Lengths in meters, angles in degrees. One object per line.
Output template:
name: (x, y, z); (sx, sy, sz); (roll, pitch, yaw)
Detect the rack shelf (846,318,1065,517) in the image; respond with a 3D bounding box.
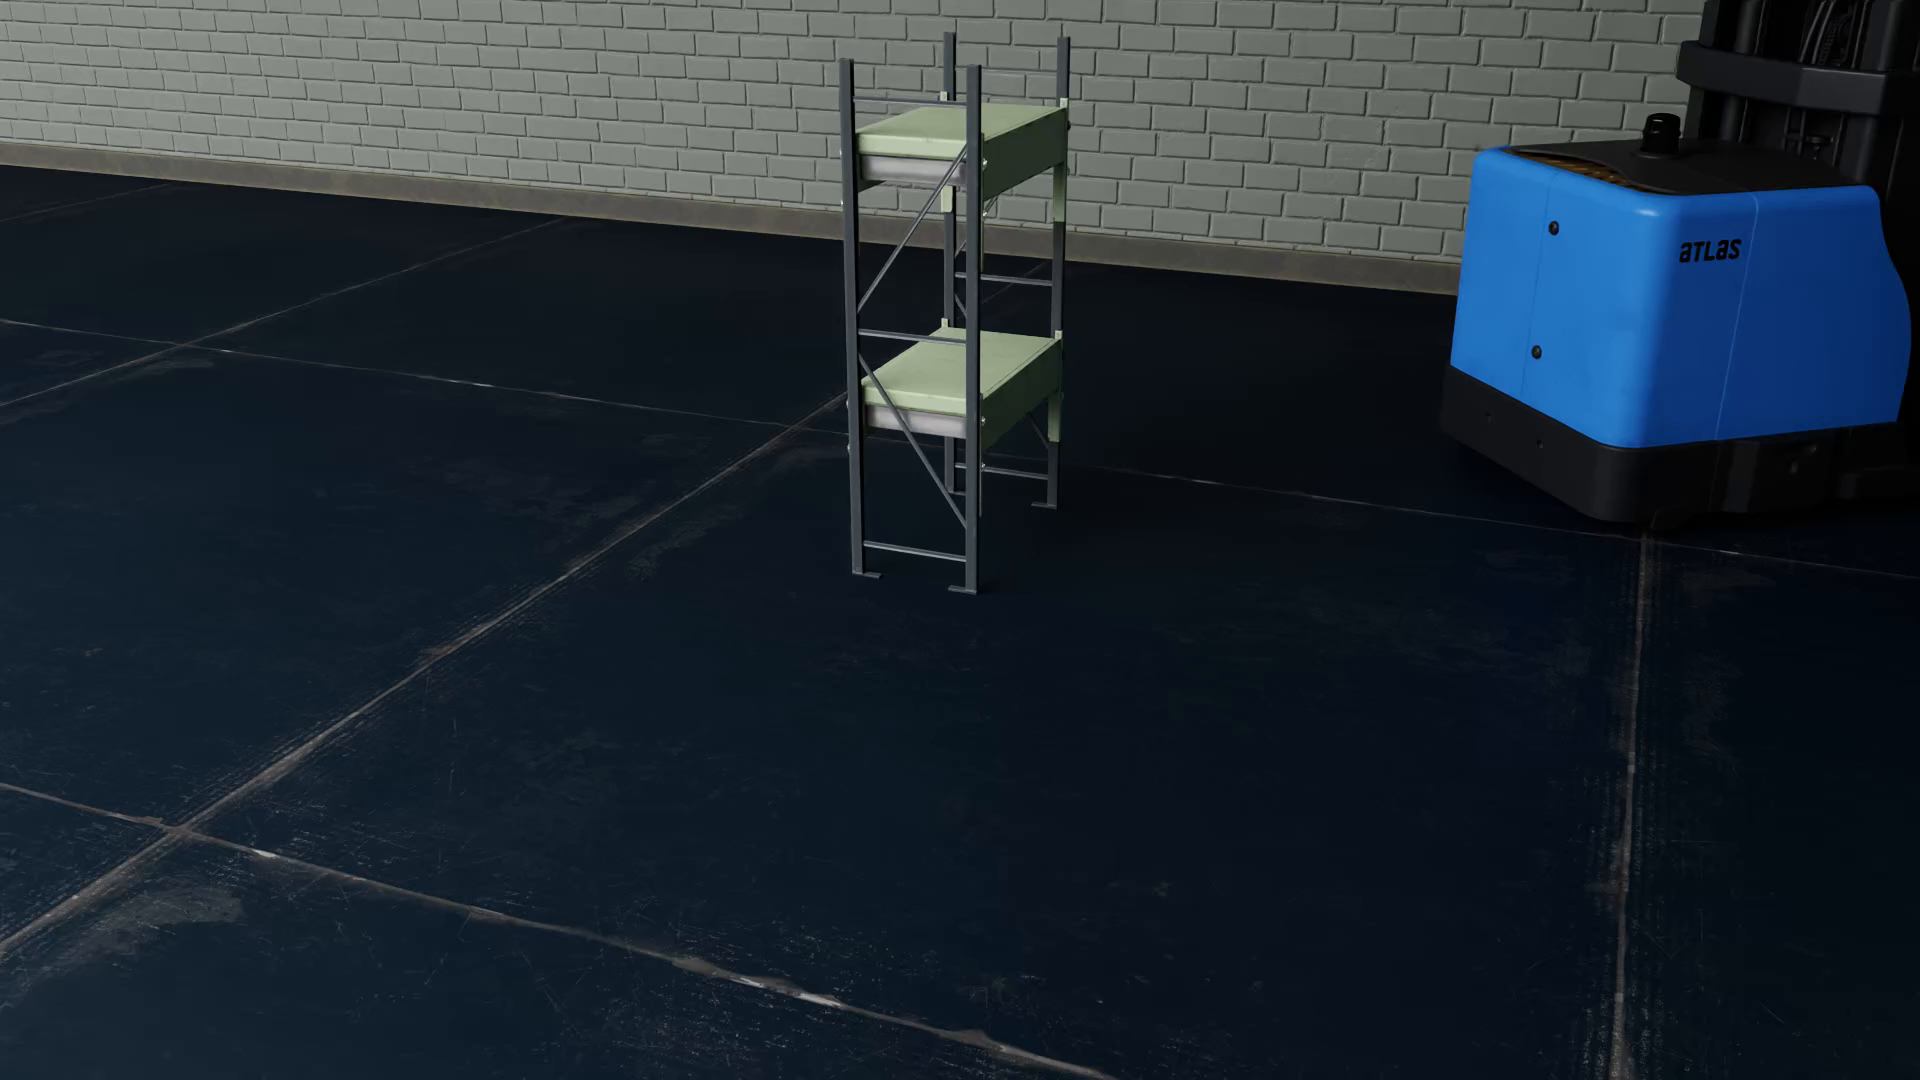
rack shelf: (0.002, -0.394, 5.092); (0.431, 0.370, 0.720); (9, 24, 20)

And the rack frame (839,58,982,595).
rack frame: (-0.133, -0.563, 4.653); (0.400, 1.500, 0.023); (9, 24, 20)

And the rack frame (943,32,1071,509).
rack frame: (0.138, -0.825, 5.280); (0.400, 1.500, 0.023); (9, 24, 20)

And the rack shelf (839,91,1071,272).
rack shelf: (0.002, -1.055, 4.816); (0.431, 0.370, 0.720); (9, 24, 20)

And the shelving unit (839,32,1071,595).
shelving unit: (0.002, -0.694, 4.967); (0.431, 1.500, 0.755); (9, 24, 20)

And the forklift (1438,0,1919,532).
forklift: (3.313, -1.683, 5.477); (3.031, 2.935, 1.130); (-6, 23, -15)
